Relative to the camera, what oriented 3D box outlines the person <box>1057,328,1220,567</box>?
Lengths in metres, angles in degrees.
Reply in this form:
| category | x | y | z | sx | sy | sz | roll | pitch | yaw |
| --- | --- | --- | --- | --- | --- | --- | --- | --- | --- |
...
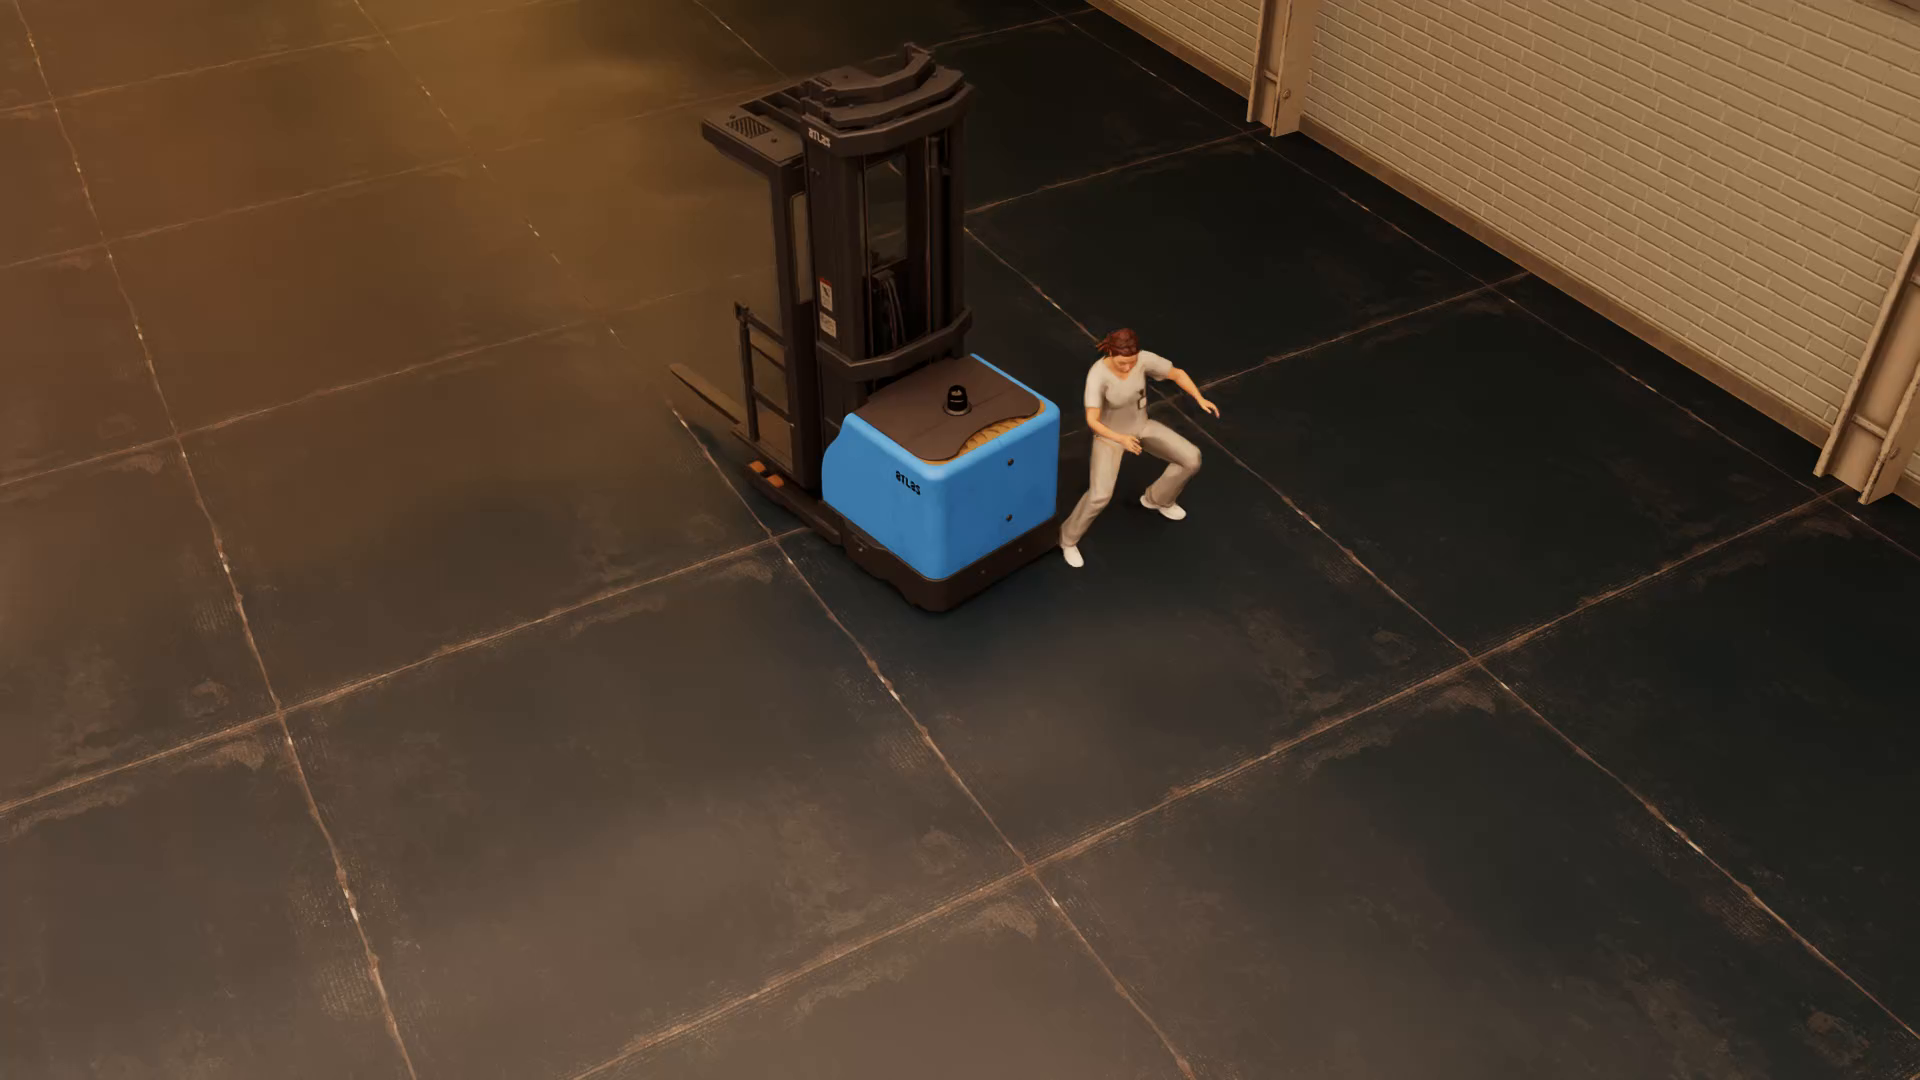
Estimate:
| category | x | y | z | sx | sy | sz | roll | pitch | yaw |
| --- | --- | --- | --- | --- | --- | --- | --- | --- | --- |
| person | 1.033 | -0.580 | 9.900 | 0.902 | 1.461 | 0.699 | -14 | 42 | -16 |

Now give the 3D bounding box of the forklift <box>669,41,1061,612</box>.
| category | x | y | z | sx | sy | sz | roll | pitch | yaw |
| --- | --- | --- | --- | --- | --- | --- | --- | --- | --- |
| forklift | -0.753 | -1.570 | 9.929 | 1.130 | 2.935 | 3.031 | -29 | 48 | -31 |
